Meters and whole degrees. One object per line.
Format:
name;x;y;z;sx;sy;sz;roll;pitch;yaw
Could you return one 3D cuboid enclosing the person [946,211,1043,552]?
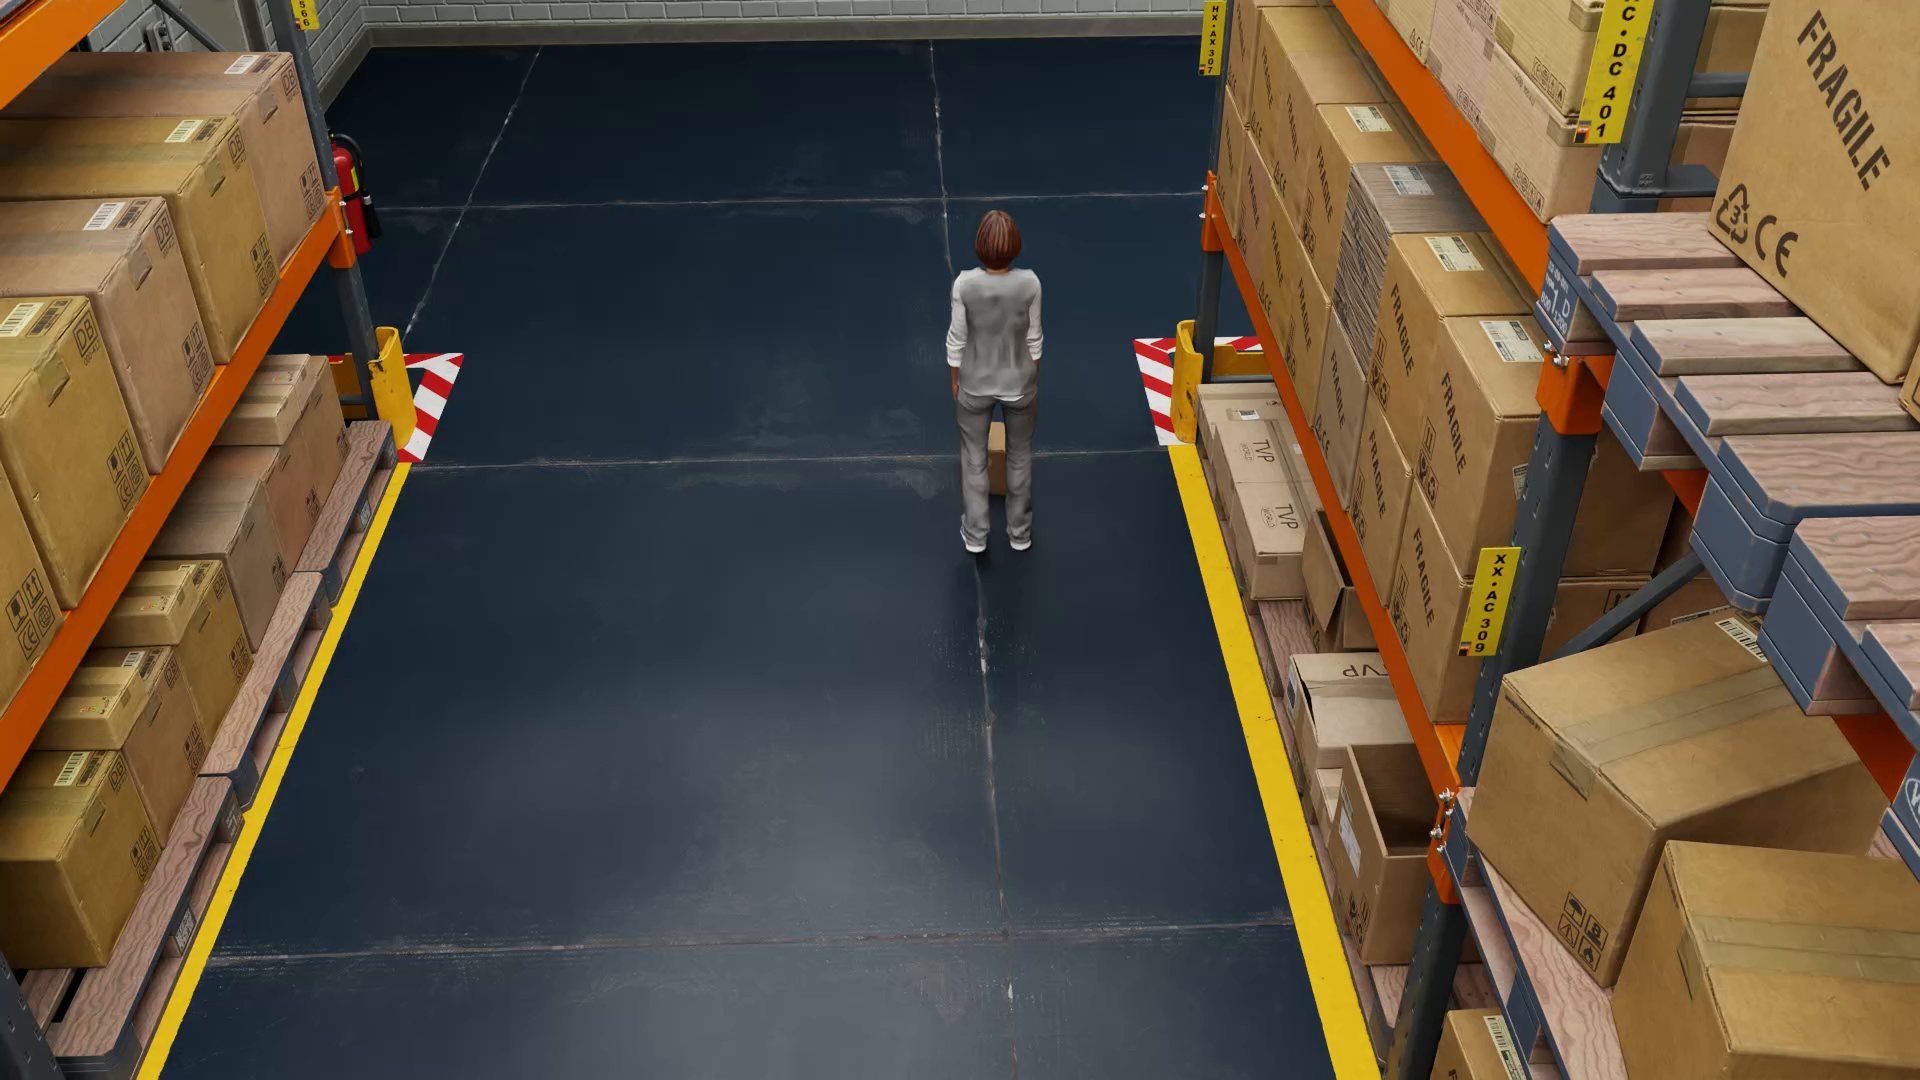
person;0.143;-0.651;7.069;0.406;1.600;0.311;-1;36;-1
